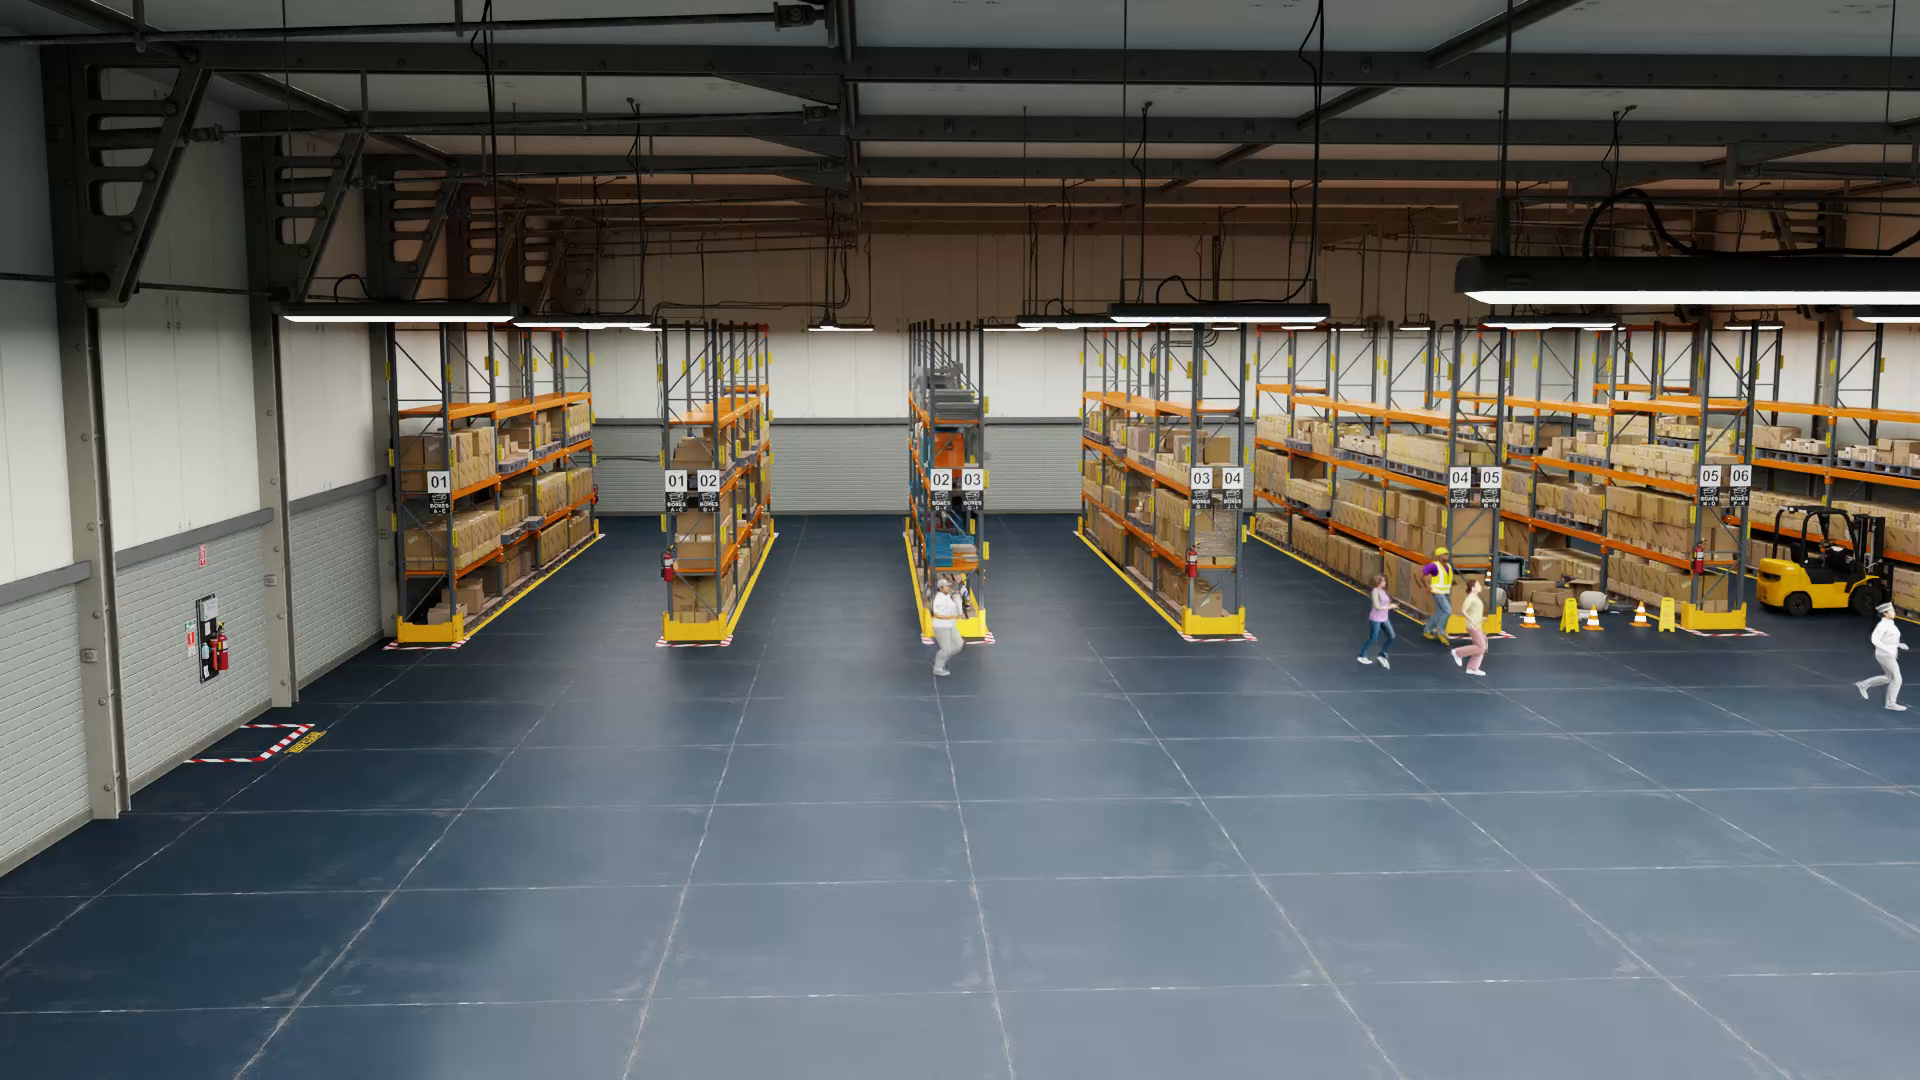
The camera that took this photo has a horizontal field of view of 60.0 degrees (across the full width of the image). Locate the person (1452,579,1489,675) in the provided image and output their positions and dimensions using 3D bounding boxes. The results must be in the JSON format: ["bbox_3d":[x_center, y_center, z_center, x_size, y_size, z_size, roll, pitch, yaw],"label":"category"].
[{"bbox_3d":[8.625,1.462,28.084,0.565,1.627,0.581,4,8,27],"label":"person"}]

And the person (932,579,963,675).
[{"bbox_3d":[-0.197,1.464,27.948,0.550,1.623,0.594,3,8,23],"label":"person"}]

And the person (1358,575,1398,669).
[{"bbox_3d":[7.203,1.405,28.601,0.693,1.634,0.507,6,9,39],"label":"person"}]

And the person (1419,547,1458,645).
[{"bbox_3d":[8.981,1.024,31.059,0.686,1.785,0.652,-6,9,-41],"label":"person"}]

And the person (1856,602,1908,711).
[{"bbox_3d":[14.150,1.759,25.488,0.717,1.654,0.622,6,9,38],"label":"person"}]
